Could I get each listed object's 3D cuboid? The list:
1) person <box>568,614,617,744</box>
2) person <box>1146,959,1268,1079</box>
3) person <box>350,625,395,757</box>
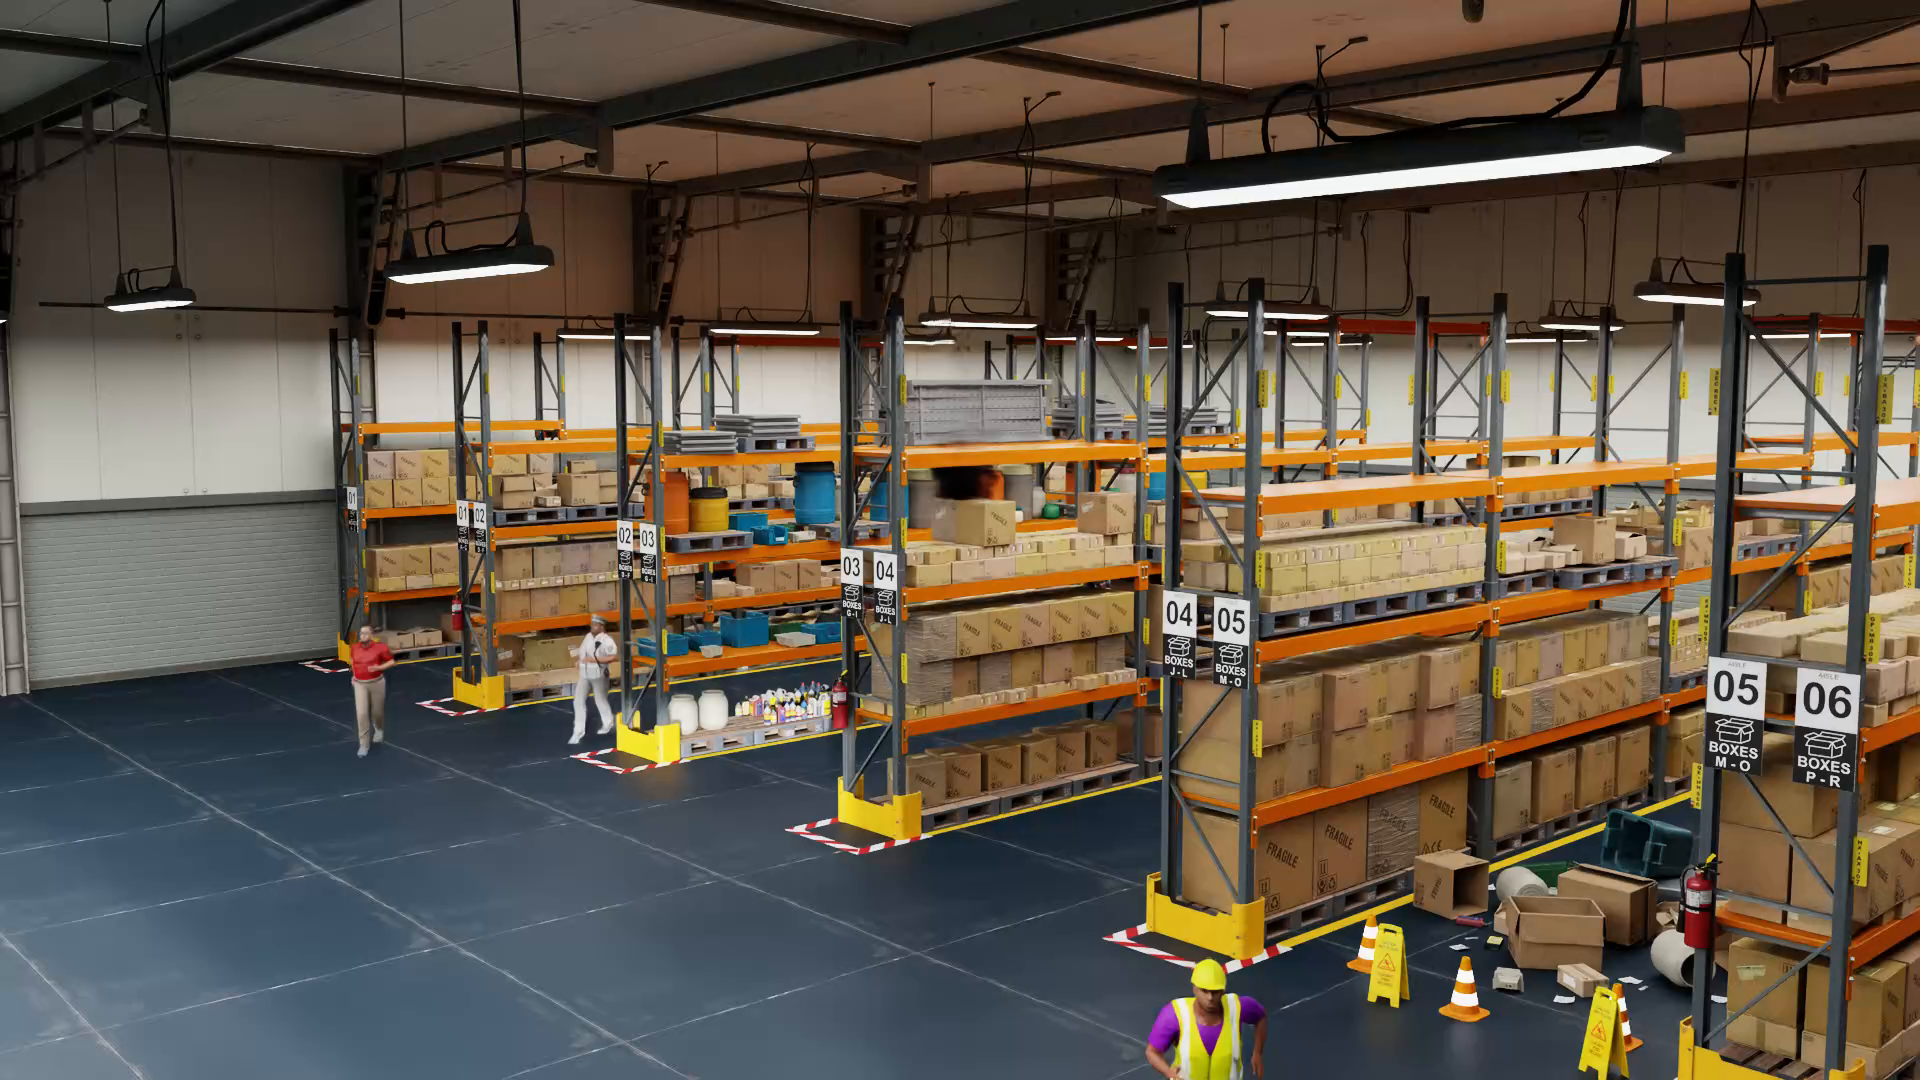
[{"bbox_3d":[-5.171,1.960,23.606,0.713,1.843,0.823,2,6,19],"label":"person"},{"bbox_3d":[1.477,3.328,9.961,0.734,1.773,0.998,1,6,5],"label":"person"},{"bbox_3d":[-8.116,2.045,22.943,0.642,1.761,0.879,-1,6,-7],"label":"person"}]
